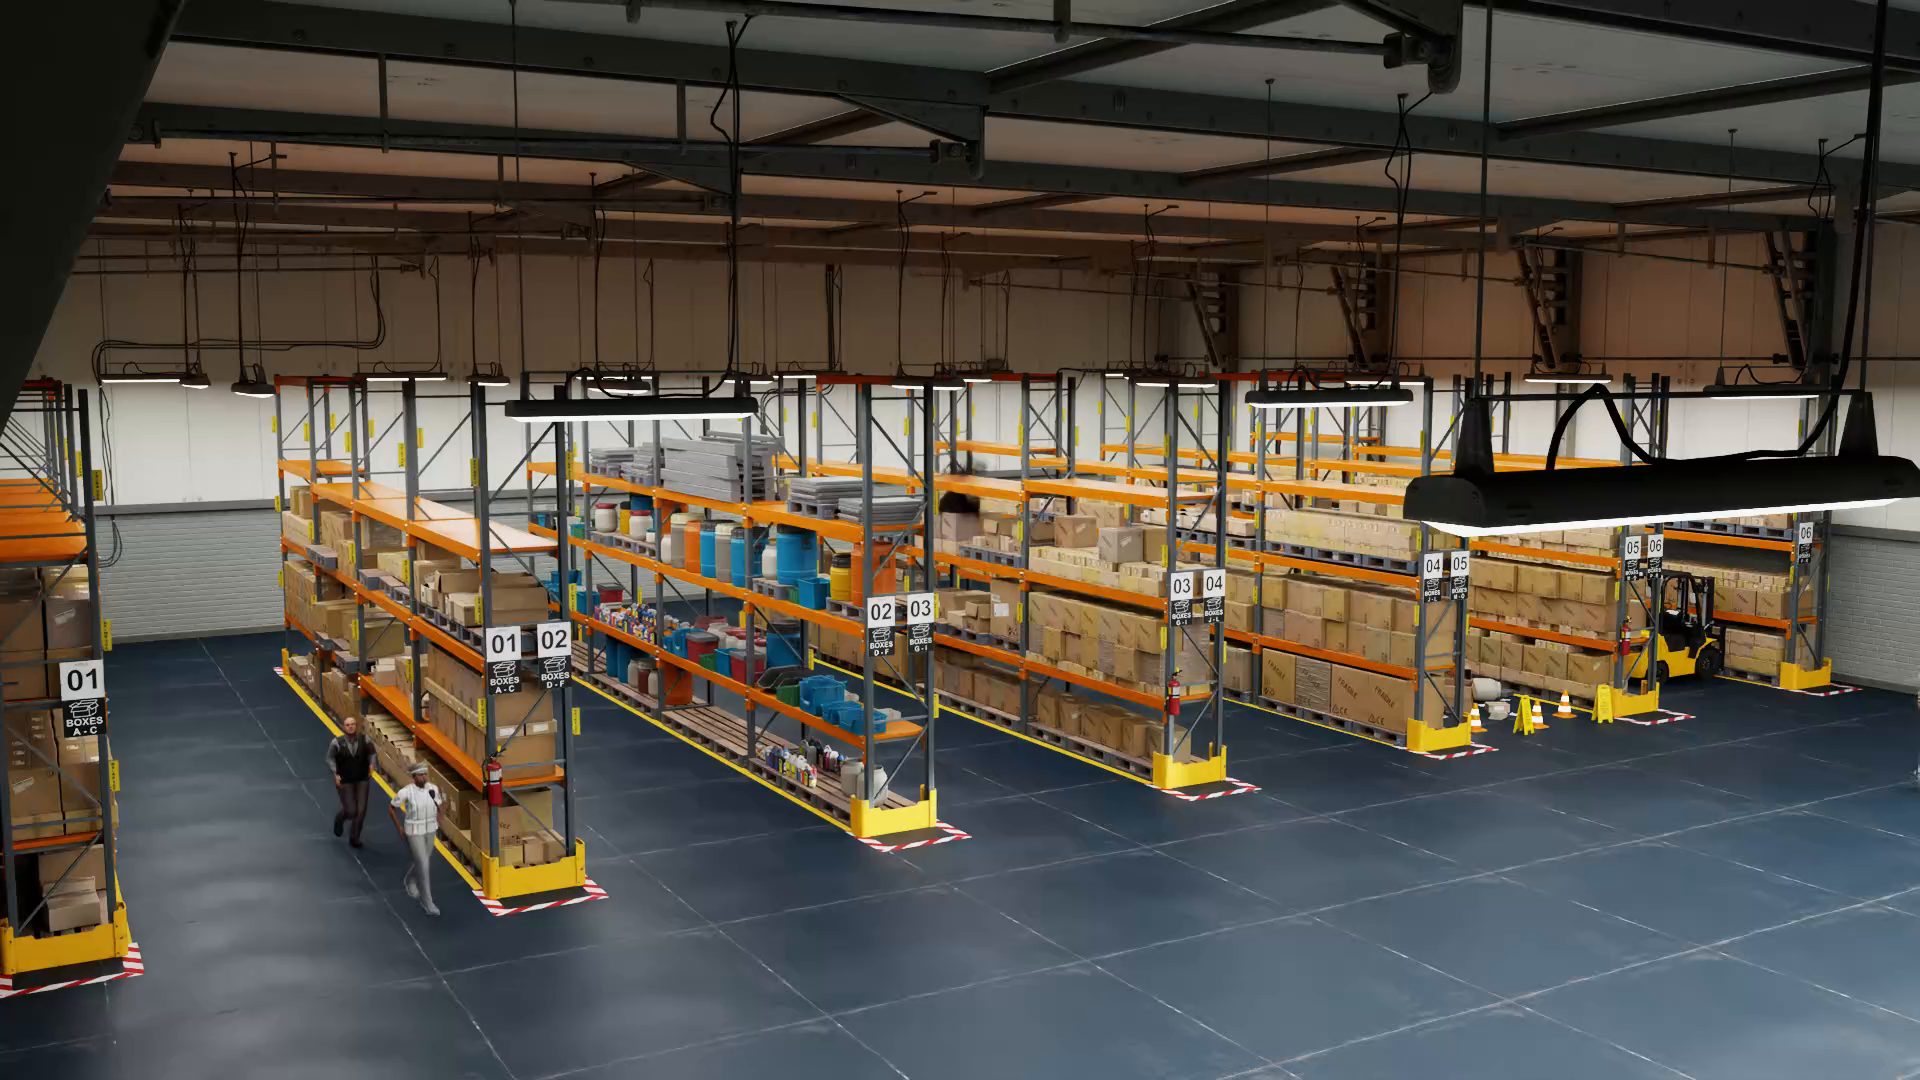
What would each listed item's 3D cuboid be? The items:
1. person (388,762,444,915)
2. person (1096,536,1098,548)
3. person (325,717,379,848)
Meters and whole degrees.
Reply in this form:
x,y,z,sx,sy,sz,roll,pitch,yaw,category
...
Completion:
x,y,z,sx,sy,sz,roll,pitch,yaw,category
-6.242,3.394,19.188,0.852,1.734,0.575,5,8,40,person
3.711,0.635,44.765,0.649,1.611,0.623,1,6,5,person
-7.887,3.137,21.637,0.656,1.696,0.621,-4,7,-32,person
